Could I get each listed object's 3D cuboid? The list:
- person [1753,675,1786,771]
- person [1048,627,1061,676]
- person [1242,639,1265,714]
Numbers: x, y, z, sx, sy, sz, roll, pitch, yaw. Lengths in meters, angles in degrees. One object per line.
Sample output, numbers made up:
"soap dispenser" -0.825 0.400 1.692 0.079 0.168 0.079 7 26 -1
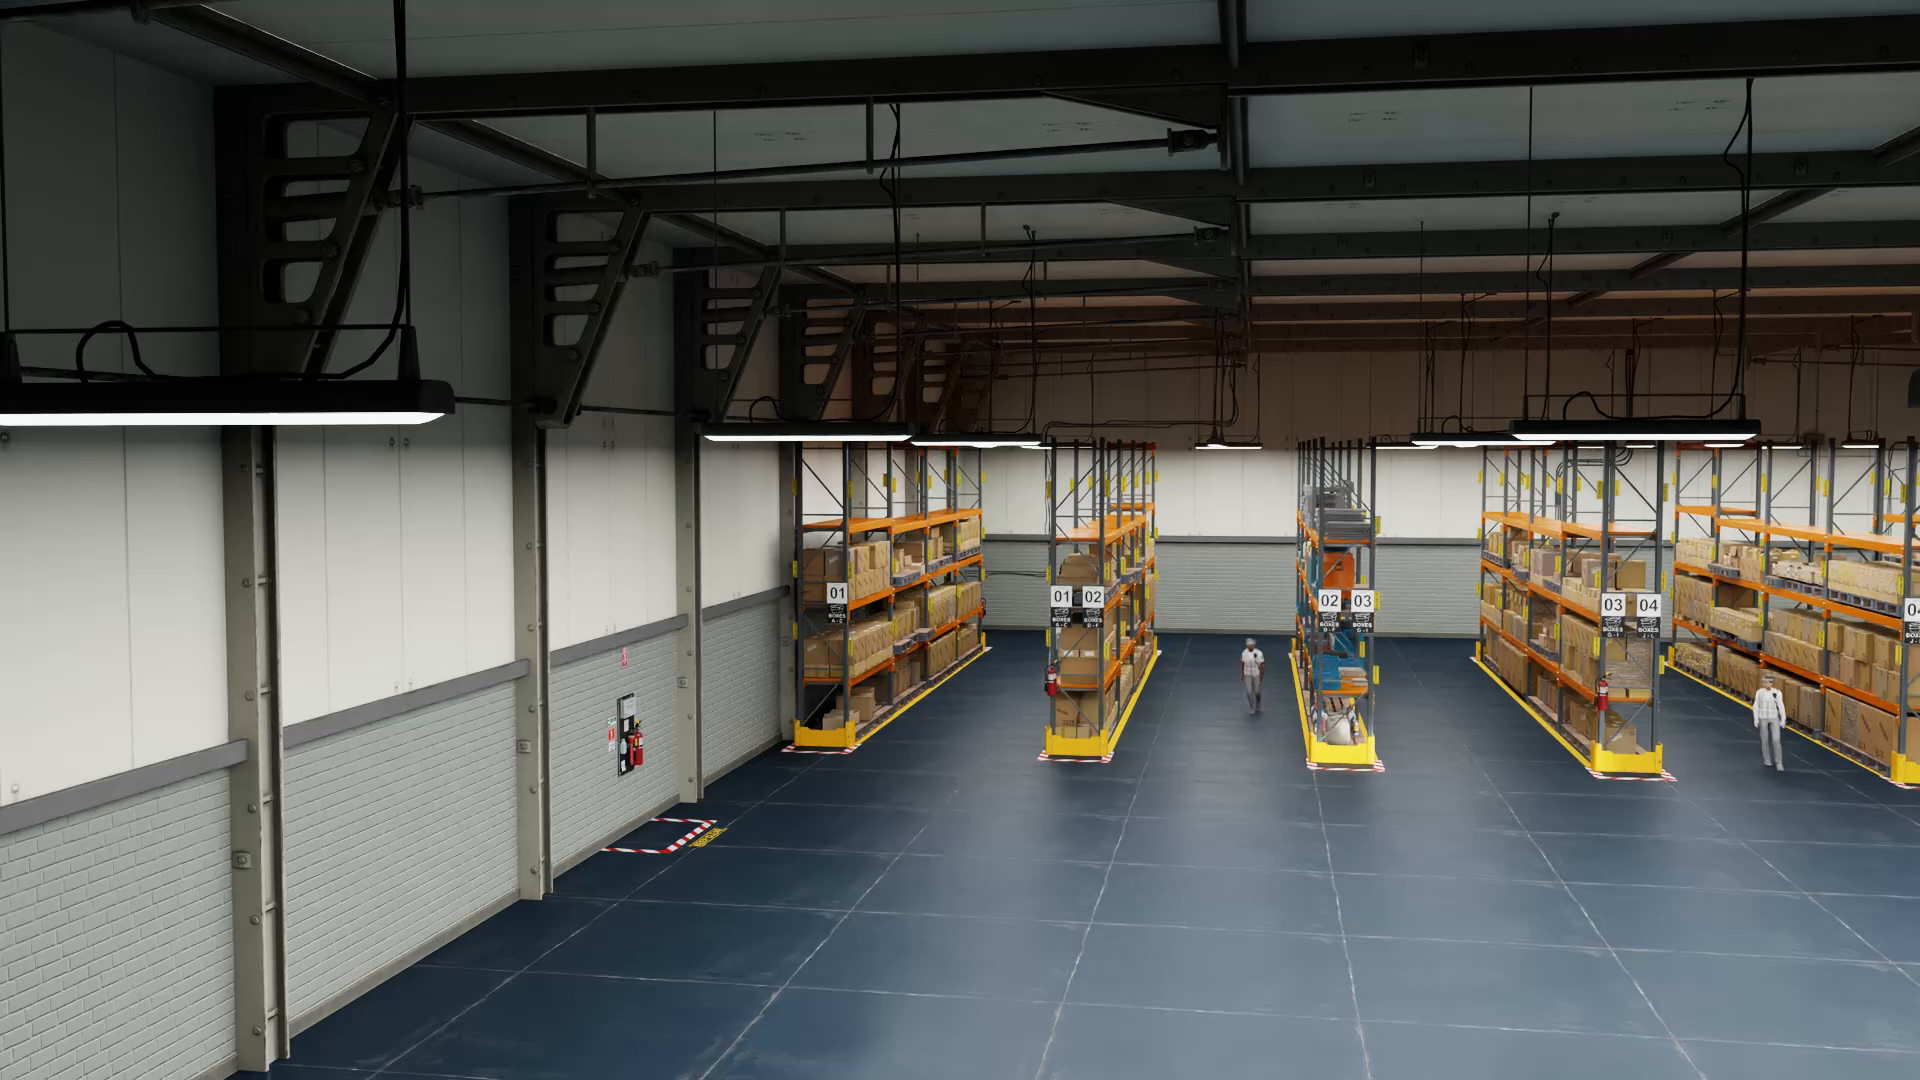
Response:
"person" 14.703 3.291 30.203 0.590 1.671 0.623 2 4 35
"person" 2.398 2.707 41.226 0.488 1.681 0.681 1 3 21
"person" 6.458 2.972 36.568 0.505 1.650 0.576 1 3 23
